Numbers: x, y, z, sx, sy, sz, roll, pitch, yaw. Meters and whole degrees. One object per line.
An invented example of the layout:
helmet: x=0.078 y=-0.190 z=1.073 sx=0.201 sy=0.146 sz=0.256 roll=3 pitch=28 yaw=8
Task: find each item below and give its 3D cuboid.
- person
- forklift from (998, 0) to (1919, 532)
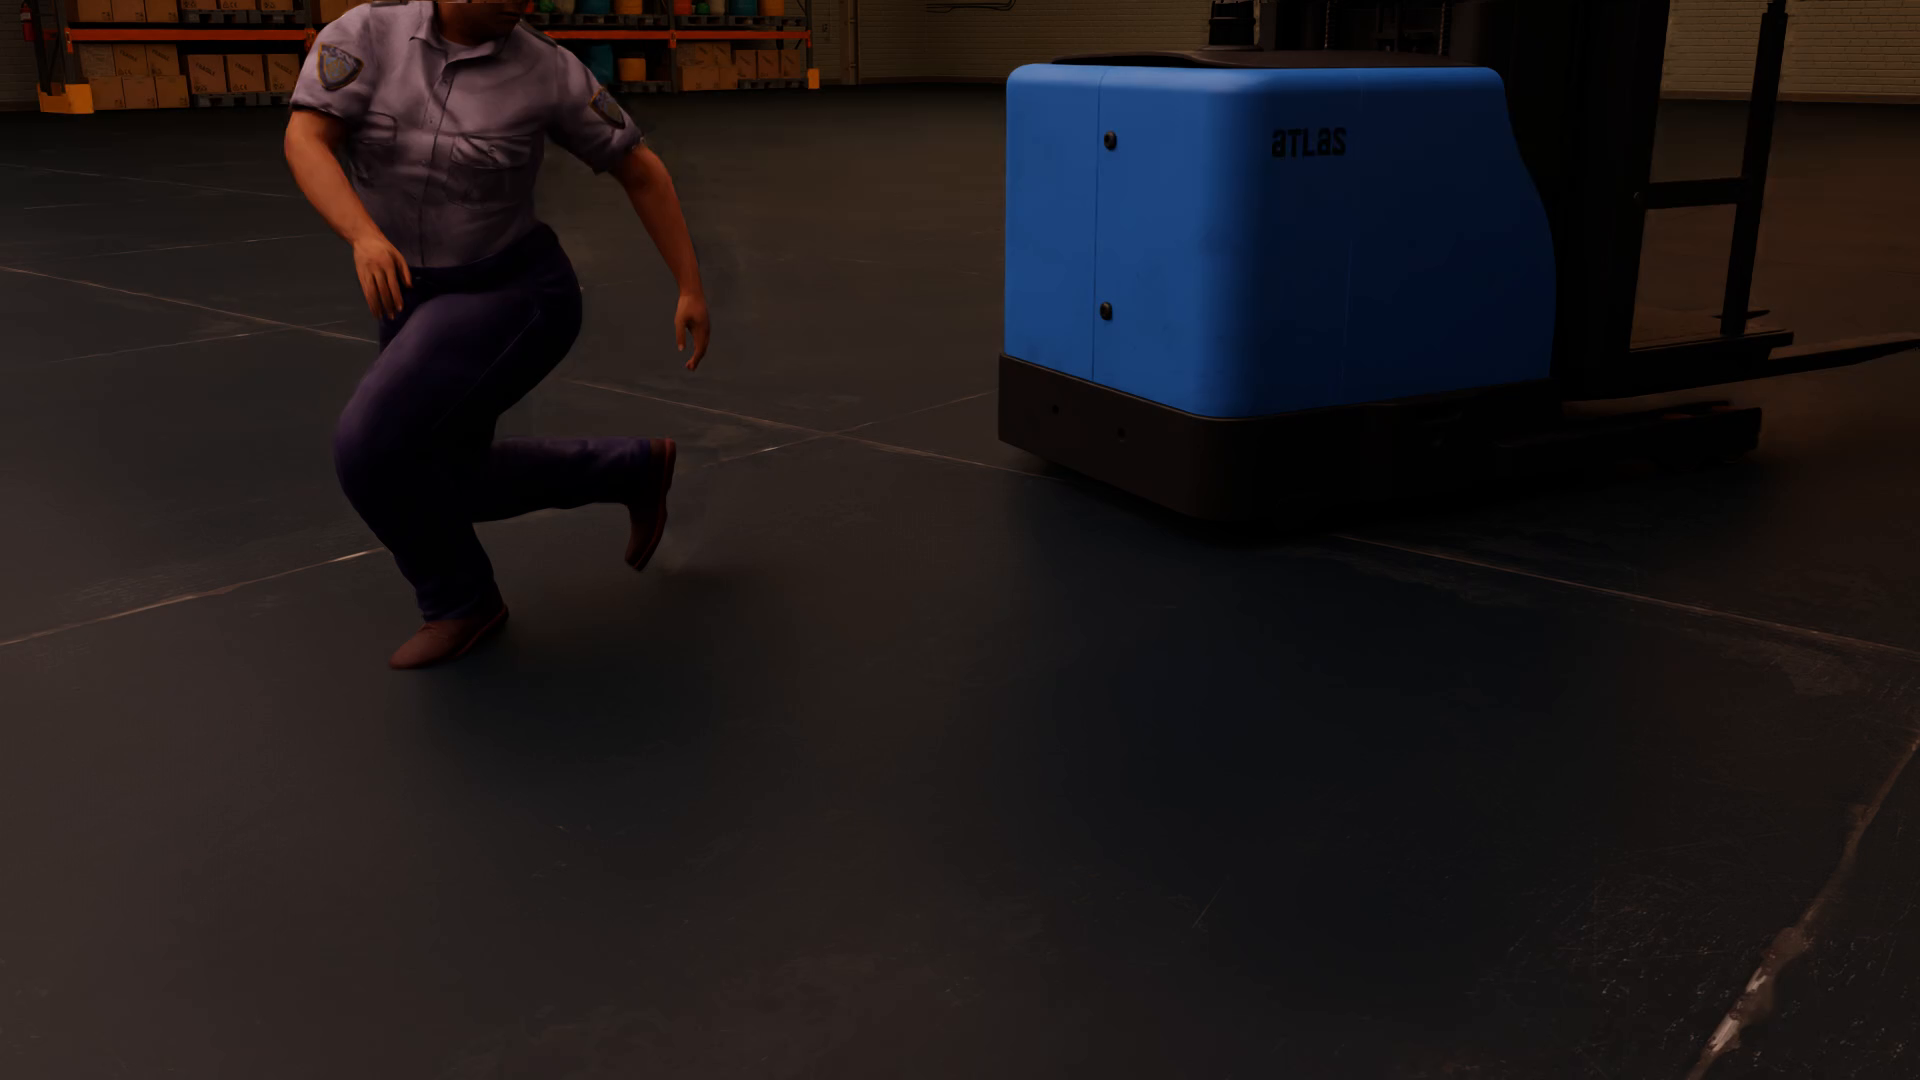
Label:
person: x=-0.860 y=-0.489 z=3.199 sx=0.593 sy=1.428 sz=0.861 roll=10 pitch=19 yaw=29
forklift: x=1.647 y=-1.711 z=4.531 sx=3.031 sy=2.935 sz=1.130 roll=-9 pitch=19 yaw=-28
